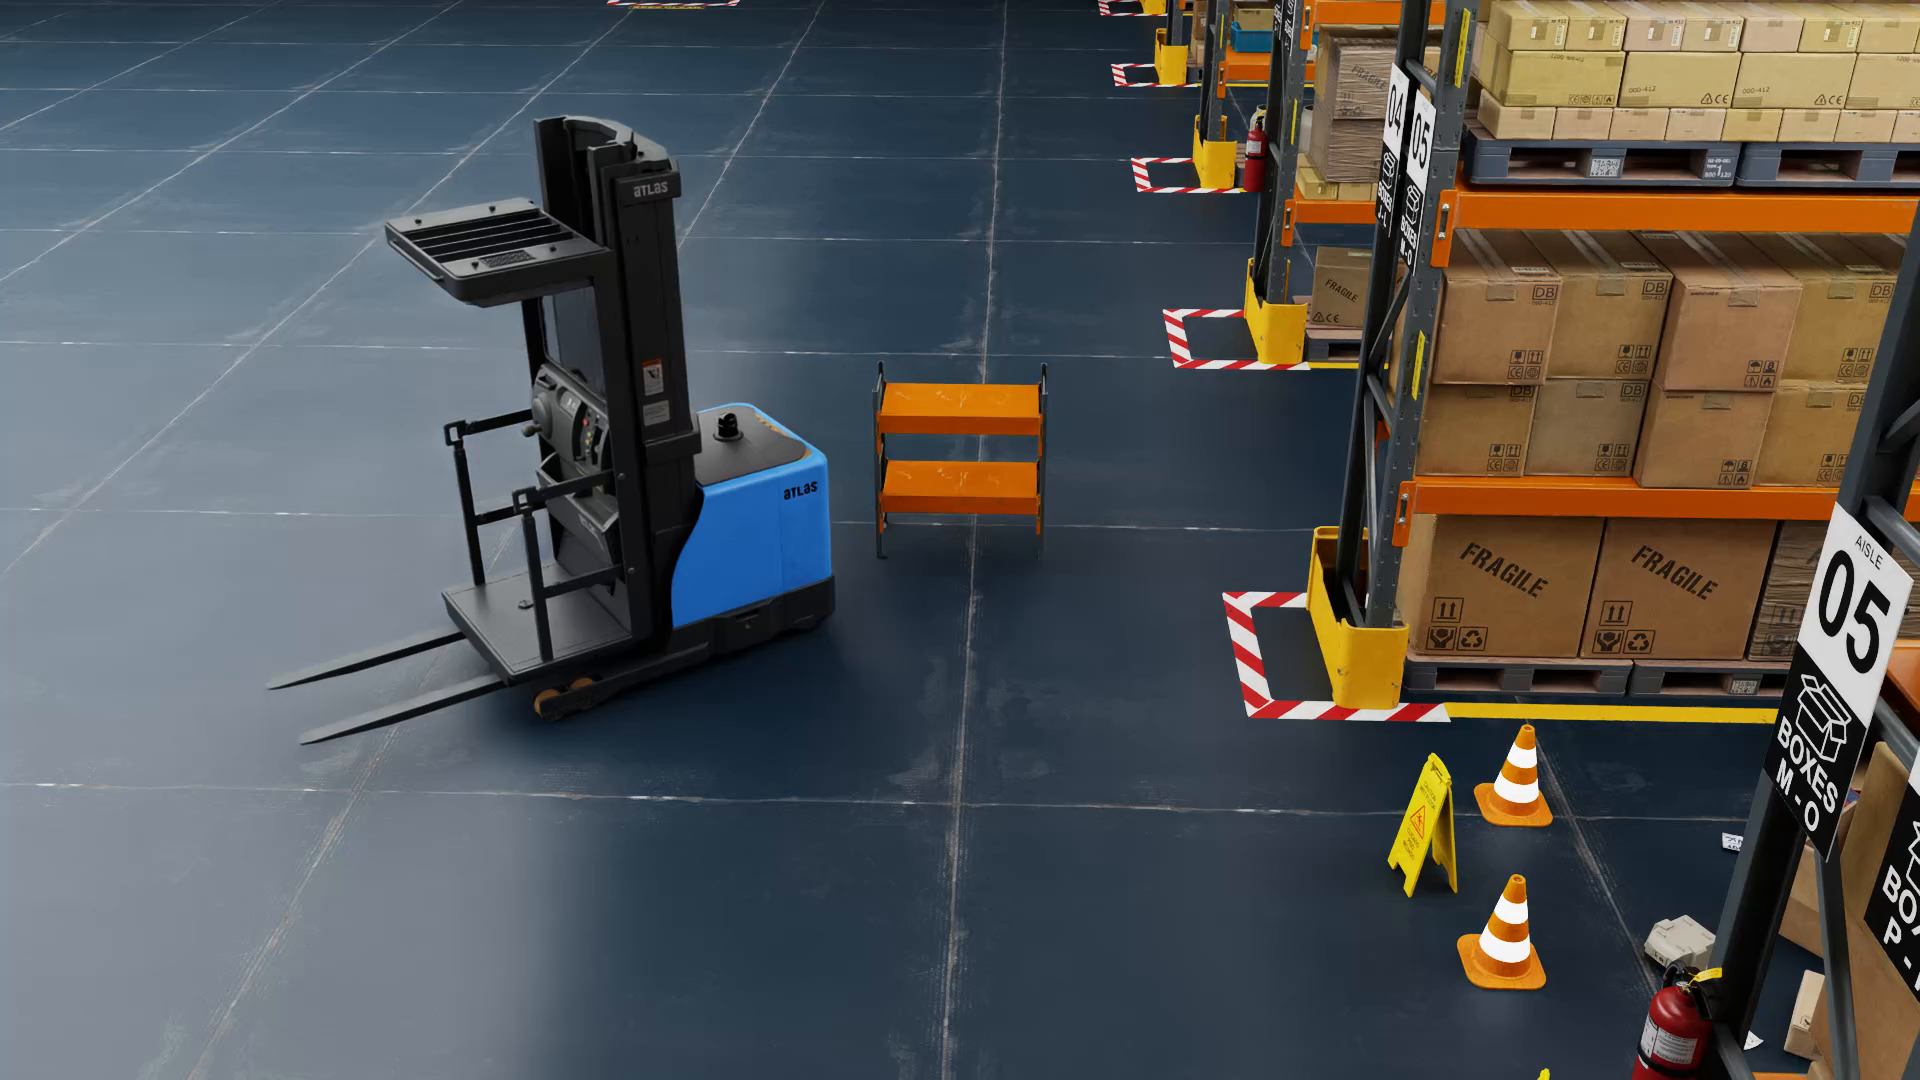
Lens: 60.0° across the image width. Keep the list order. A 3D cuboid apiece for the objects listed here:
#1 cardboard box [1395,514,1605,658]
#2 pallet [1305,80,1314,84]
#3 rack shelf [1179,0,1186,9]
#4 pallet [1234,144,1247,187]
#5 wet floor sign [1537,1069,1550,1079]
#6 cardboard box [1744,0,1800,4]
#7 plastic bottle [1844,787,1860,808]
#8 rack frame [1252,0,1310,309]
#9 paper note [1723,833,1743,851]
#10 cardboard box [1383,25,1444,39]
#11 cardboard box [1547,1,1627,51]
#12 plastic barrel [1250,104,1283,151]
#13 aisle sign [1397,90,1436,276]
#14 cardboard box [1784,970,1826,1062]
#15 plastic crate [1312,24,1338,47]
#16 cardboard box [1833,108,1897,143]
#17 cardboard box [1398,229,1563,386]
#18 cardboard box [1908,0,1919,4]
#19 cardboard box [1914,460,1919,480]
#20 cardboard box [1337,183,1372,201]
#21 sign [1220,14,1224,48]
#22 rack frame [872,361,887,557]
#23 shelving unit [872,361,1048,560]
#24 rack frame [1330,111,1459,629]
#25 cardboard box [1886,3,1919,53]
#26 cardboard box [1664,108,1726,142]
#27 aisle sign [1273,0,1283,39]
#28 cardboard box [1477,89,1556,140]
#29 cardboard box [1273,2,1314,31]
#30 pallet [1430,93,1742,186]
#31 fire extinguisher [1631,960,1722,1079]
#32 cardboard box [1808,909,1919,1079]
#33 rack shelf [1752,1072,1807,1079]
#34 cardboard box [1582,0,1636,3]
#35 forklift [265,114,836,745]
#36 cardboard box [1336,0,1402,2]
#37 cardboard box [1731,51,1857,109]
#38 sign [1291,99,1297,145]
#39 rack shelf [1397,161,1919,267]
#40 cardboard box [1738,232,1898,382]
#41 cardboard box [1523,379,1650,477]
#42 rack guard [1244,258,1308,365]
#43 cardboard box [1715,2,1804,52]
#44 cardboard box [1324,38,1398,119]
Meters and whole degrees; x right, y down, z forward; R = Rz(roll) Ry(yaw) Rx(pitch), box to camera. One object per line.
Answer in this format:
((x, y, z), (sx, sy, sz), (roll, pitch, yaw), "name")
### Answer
((2.925, 0.047, 9.205), (0.875, 0.875, 0.875), (1, 28, 2), "cardboard box")
((4.856, -6.397, 22.518), (1.213, 0.211, 1.003), (1, 28, 2), "pallet")
((4.873, -7.293, 21.998), (4.000, 0.370, 1.077), (1, 28, 2), "rack shelf")
((3.585, -4.098, 18.181), (1.213, 0.211, 1.003), (1, 28, 2), "pallet")
((2.019, 2.168, 5.897), (0.232, 0.644, 0.267), (11, 30, 19), "wet floor sign")
((3.864, -2.615, 8.066), (0.250, 0.149, 0.380), (1, 28, 1), "cardboard box")
((4.393, 1.314, 8.132), (0.133, 0.061, 0.283), (-9, 29, -16), "plastic bottle")
((2.521, -3.007, 13.145), (0.127, 3.000, 1.000), (1, 28, 2), "rack frame")
((3.710, 1.445, 7.918), (0.142, 0.017, 0.144), (11, 30, 19), "paper note")
((3.579, -3.725, 13.008), (0.500, 0.500, 0.500), (1, 28, 2), "cardboard box")
((2.818, -2.324, 7.516), (0.250, 0.149, 0.380), (1, 28, 2), "cardboard box")
((3.356, -4.437, 18.050), (0.421, 0.512, 0.421), (0, 28, 0), "plastic barrel")
((2.163, -1.696, 7.897), (0.004, 0.787, 0.394), (1, 28, 2), "aisle sign")
((3.552, 1.967, 6.805), (0.250, 0.149, 0.380), (16, 32, 28), "cardboard box")
((3.855, -5.378, 17.777), (0.408, 0.251, 0.499), (1, 28, 2), "plastic crate")
((4.092, -1.951, 7.663), (0.250, 0.149, 0.380), (1, 28, 2), "cardboard box")
((2.614, -1.206, 8.435), (0.550, 0.550, 0.875), (1, 28, 2), "cardboard box")
((4.619, -2.603, 8.042), (0.250, 0.149, 0.380), (1, 28, 2), "cardboard box")
((4.787, -0.750, 8.728), (0.550, 0.550, 0.875), (1, 28, 2), "cardboard box")
((3.046, -2.767, 12.960), (0.250, 0.149, 0.380), (1, 28, 2), "cardboard box")
((2.672, -5.190, 16.968), (0.005, 0.325, 0.100), (1, 28, 2), "sign")
((-0.501, -0.505, 10.428), (0.032, 1.125, 0.500), (1, 28, 2), "rack frame")
((0.007, -0.497, 10.412), (1.048, 1.125, 0.538), (1, 28, 2), "shelving unit")
((2.245, -0.687, 8.769), (0.127, 3.000, 1.000), (1, 28, 2), "rack frame")
((4.348, -2.299, 7.469), (0.250, 0.149, 0.380), (1, 28, 2), "cardboard box")
((3.335, -1.963, 7.686), (0.250, 0.149, 0.380), (1, 28, 2), "cardboard box")
((2.470, -4.297, 12.803), (0.004, 0.787, 0.394), (1, 28, 2), "aisle sign")
((2.576, -1.975, 7.709), (0.250, 0.149, 0.380), (1, 28, 2), "cardboard box")
((4.402, -6.823, 22.031), (0.500, 0.500, 0.500), (1, 28, 2), "cardboard box")
((2.987, -1.966, 8.073), (1.213, 0.211, 1.003), (1, 28, 2), "pallet")
((2.073, 1.448, 4.823), (0.183, 0.674, 0.296), (1, 28, 2), "fire extinguisher")
((2.723, 1.336, 4.528), (0.500, 0.500, 0.500), (0, 28, 1), "cardboard box")
((4.170, 1.983, 4.501), (4.000, 0.370, 1.077), (1, 28, 2), "rack shelf")
((3.099, -2.628, 8.089), (0.250, 0.149, 0.380), (1, 28, 3), "cardboard box")
((-2.230, -0.613, 8.702), (3.031, 2.935, 1.130), (-18, 33, -30), "forklift")
((2.993, -4.137, 12.235), (0.500, 0.250, 0.500), (2, 28, 3), "cardboard box")
((3.730, -2.163, 7.638), (0.500, 0.250, 0.500), (1, 28, 1), "cardboard box")
((2.502, -3.135, 12.463), (0.005, 0.325, 0.100), (1, 28, 2), "sign")
((4.244, -1.661, 8.172), (4.000, 0.370, 1.077), (1, 28, 2), "rack shelf")
((4.256, -1.219, 8.460), (0.500, 0.550, 0.875), (1, 28, 2), "cardboard box")
((3.168, -0.769, 8.764), (0.550, 0.550, 0.875), (1, 28, 2), "cardboard box")
((2.597, -1.901, 13.728), (0.348, 0.500, 1.175), (1, 28, 2), "rack guard")
((3.583, -2.312, 7.493), (0.250, 0.149, 0.380), (0, 28, 1), "cardboard box")
((3.061, -3.488, 12.560), (0.500, 0.500, 0.500), (1, 28, 2), "cardboard box")
